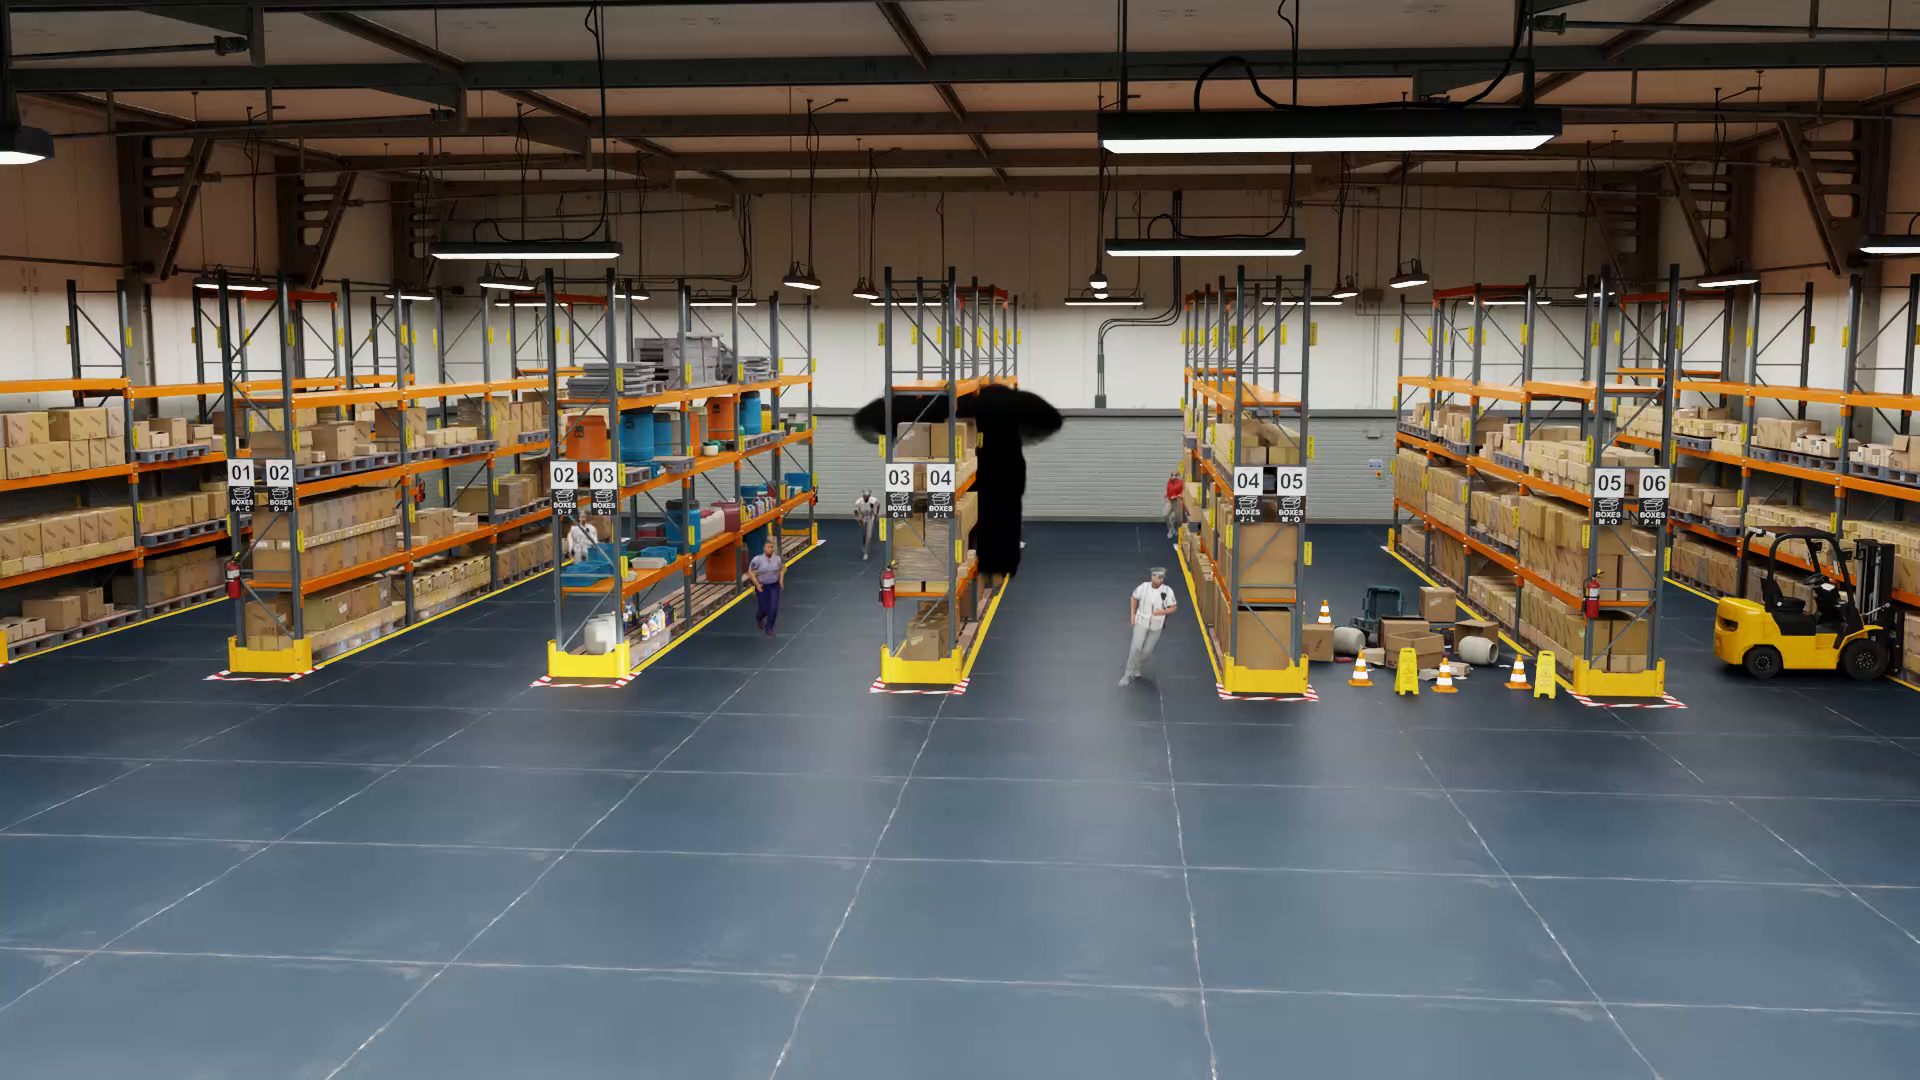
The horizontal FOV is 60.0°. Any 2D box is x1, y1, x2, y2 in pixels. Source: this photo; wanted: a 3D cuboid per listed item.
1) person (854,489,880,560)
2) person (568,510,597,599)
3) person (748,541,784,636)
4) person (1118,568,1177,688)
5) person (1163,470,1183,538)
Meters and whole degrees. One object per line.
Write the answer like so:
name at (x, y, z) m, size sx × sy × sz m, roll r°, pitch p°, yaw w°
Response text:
person at (-2.135, -0.384, 38.058) m, size 0.599 × 1.628 × 0.964 m, roll -1°, pitch 7°, yaw -8°
person at (-7.293, 0.273, 32.119) m, size 0.595 × 1.713 × 0.686 m, roll -1°, pitch 7°, yaw -5°
person at (-3.157, 0.779, 27.127) m, size 0.606 × 1.572 × 0.592 m, roll -3°, pitch 7°, yaw -21°
person at (2.708, 1.237, 24.158) m, size 0.846 × 1.713 × 0.736 m, roll 0°, pitch 7°, yaw 1°
person at (5.473, -0.887, 41.840) m, size 0.674 × 1.757 × 0.773 m, roll 7°, pitch 10°, yaw 43°
